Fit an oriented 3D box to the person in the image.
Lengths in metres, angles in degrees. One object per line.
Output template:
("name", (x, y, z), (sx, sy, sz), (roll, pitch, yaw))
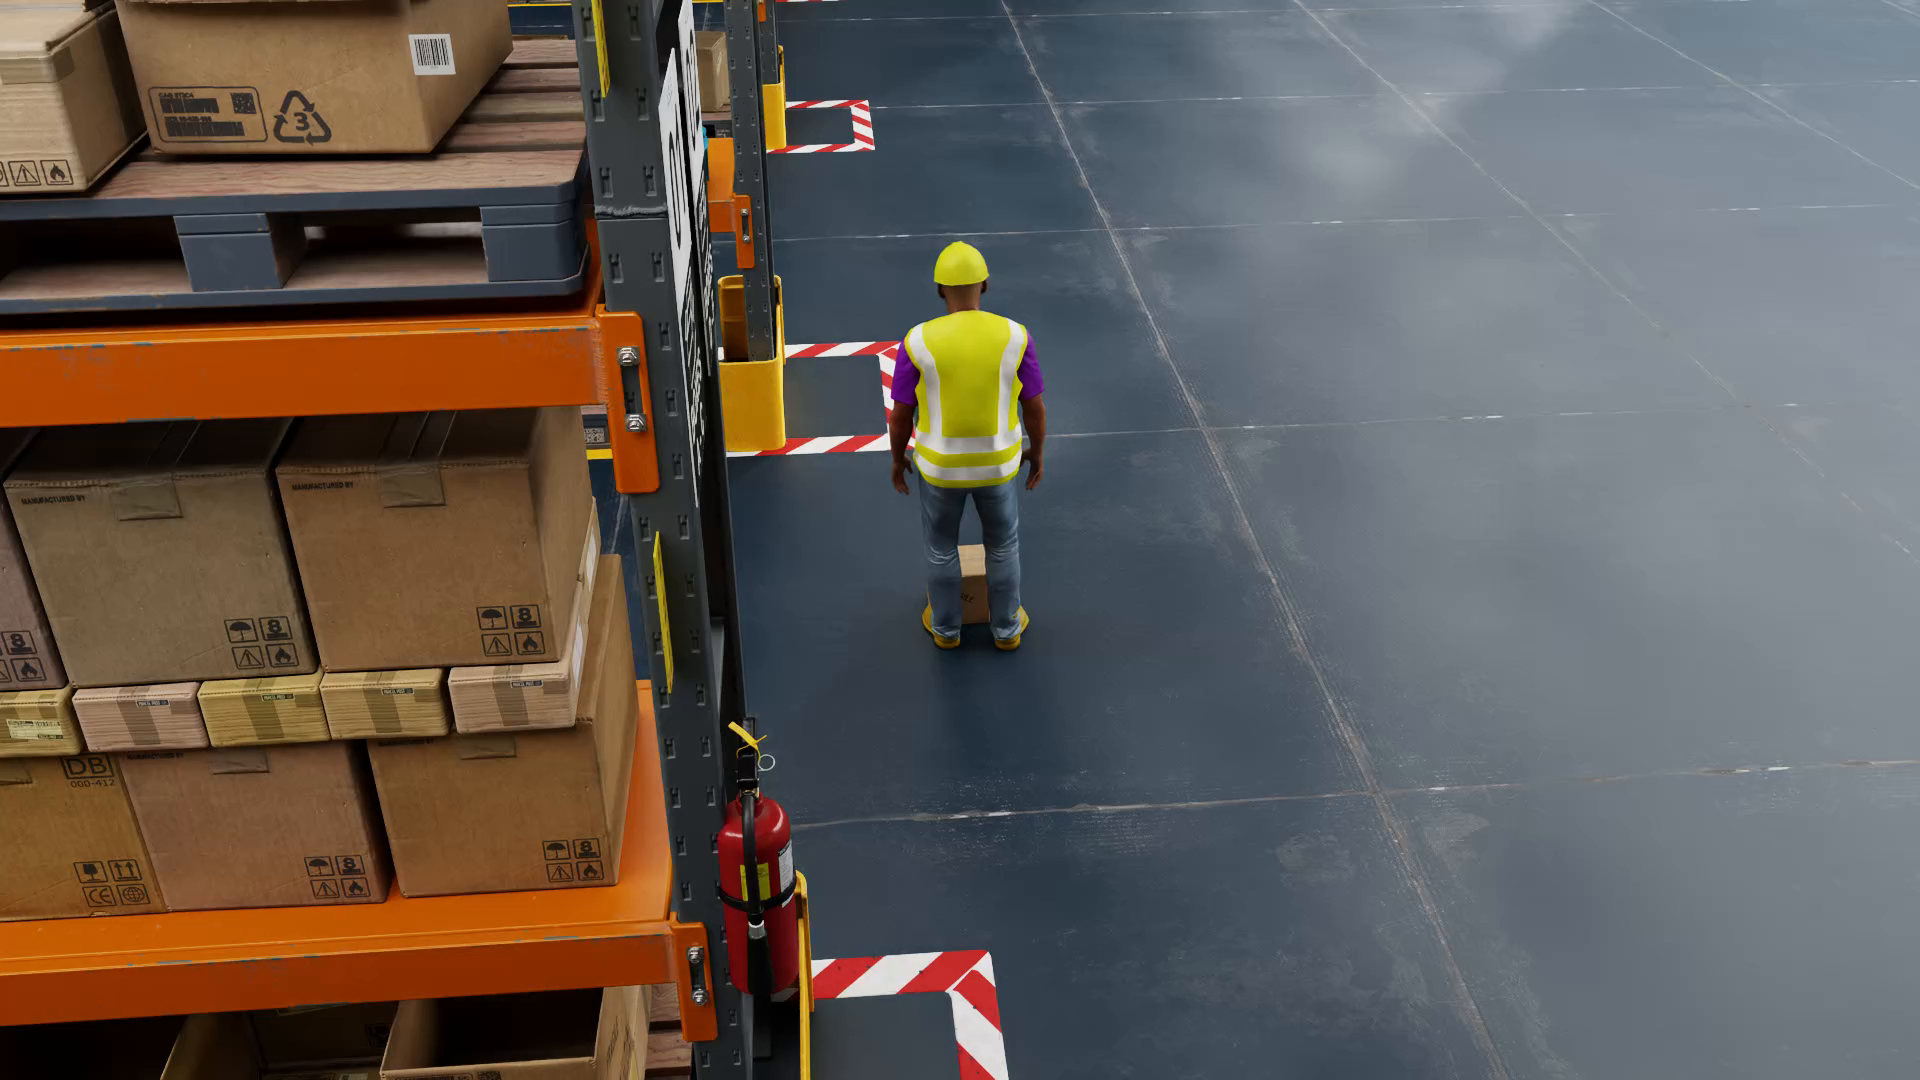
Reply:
("person", (0.030, -0.332, 6.672), (0.628, 1.757, 0.458), (-3, 31, -4))
